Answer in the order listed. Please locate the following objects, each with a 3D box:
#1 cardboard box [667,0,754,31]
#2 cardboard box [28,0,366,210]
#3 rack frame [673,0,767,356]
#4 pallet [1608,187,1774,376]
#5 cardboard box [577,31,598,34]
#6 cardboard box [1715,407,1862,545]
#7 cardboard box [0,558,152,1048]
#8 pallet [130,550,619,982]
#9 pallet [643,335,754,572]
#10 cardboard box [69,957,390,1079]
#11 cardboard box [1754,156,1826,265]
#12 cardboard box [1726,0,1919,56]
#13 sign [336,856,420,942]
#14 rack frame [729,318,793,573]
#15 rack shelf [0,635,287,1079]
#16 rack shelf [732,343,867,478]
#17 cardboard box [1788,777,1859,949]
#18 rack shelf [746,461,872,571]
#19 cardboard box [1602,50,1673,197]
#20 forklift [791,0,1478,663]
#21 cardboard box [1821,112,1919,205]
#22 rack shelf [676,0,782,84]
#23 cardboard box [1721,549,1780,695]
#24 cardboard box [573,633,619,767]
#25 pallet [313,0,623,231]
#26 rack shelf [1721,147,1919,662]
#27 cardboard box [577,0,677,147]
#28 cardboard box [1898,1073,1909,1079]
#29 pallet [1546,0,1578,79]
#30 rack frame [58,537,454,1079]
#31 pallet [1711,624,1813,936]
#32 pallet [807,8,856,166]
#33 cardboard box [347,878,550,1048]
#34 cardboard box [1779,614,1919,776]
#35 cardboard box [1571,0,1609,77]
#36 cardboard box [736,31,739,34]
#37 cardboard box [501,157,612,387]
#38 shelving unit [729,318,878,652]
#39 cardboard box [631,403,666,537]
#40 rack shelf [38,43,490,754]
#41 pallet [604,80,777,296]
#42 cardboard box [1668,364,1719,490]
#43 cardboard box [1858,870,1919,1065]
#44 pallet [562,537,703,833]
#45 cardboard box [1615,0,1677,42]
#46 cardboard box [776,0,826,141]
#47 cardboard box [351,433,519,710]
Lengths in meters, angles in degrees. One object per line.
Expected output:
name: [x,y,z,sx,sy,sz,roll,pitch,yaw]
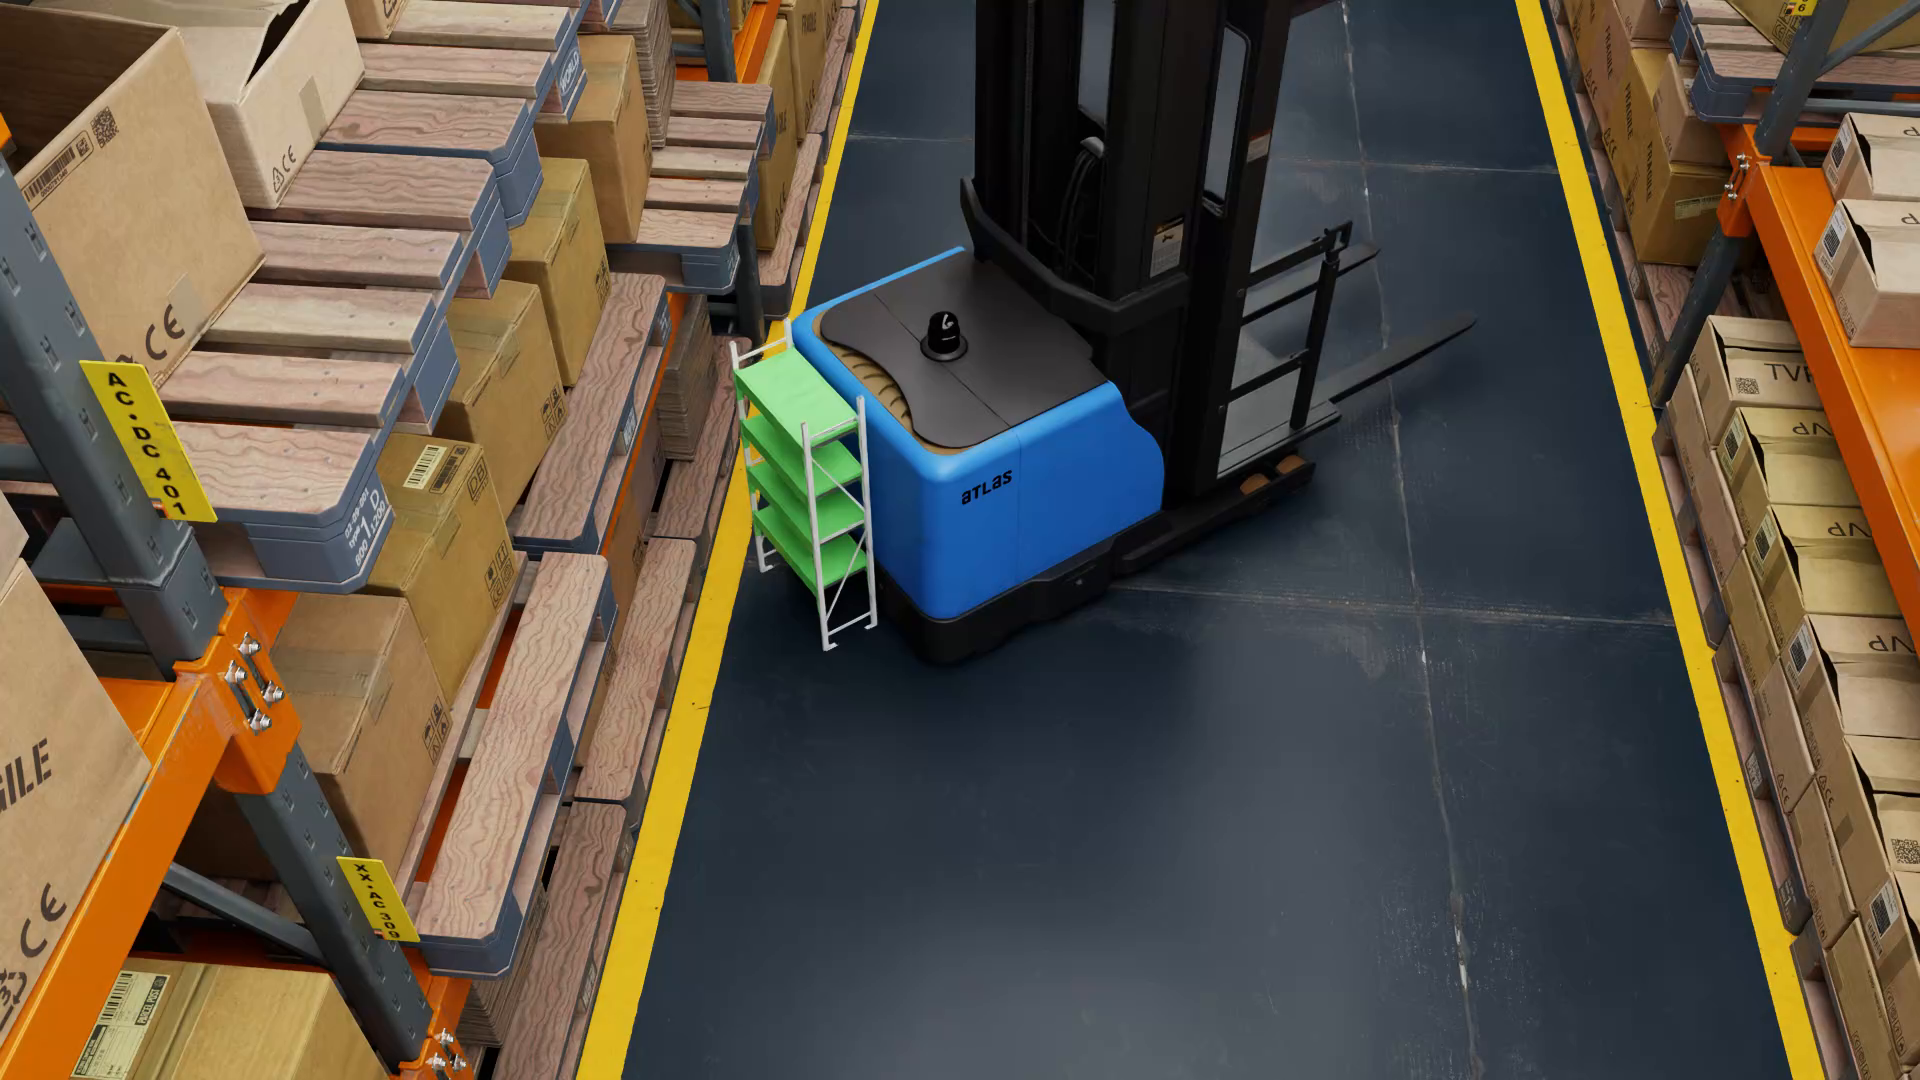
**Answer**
cardboard box: [-1.091,-2.406,6.661,0.500,0.500,0.500,5,48,5]
cardboard box: [-1.569,-0.959,3.364,0.500,0.311,0.500,5,48,5]
rack frame: [-1.390,-1.926,6.504,1.000,3.000,0.127,4,48,4]
pallet: [3.649,-1.200,7.731,1.003,0.211,1.213,4,48,4]
cardboard box: [-1.406,-1.834,5.615,0.380,0.149,0.250,-3,48,-3]
cardboard box: [3.164,-0.247,6.167,0.500,0.311,0.500,3,48,3]
cardboard box: [-1.555,0.350,2.309,0.500,0.500,0.500,5,48,5]
pallet: [-1.540,0.527,4.392,1.003,0.211,1.213,4,48,4]
pallet: [-1.463,-0.410,7.008,1.003,0.211,1.213,4,48,4]
cardboard box: [-1.490,1.173,3.251,0.500,0.500,0.500,4,48,3]
cardboard box: [3.912,-1.600,7.603,0.500,0.500,0.500,2,48,2]
cardboard box: [3.488,-2.241,6.441,0.700,0.500,0.500,-11,48,-10]
sign: [-1.214,0.752,3.468,0.100,0.325,0.005,4,48,4]
rack frame: [-0.700,-0.326,6.261,0.240,1.200,0.015,-27,53,-22]
rack shelf: [-1.937,1.714,1.630,1.077,0.370,4.000,4,48,4]
rack shelf: [-0.563,-0.458,5.818,0.258,0.148,0.480,-27,53,-22]
cardboard box: [3.022,1.059,5.354,0.500,0.250,0.500,5,48,4]
rack shelf: [-0.562,-0.134,6.172,0.258,0.148,0.480,-27,53,-22]
cardboard box: [3.442,-1.983,7.953,0.500,0.500,0.500,2,48,2]
forklift: [0.864,-1.397,6.067,3.031,2.935,1.130,-27,53,-22]
cardboard box: [3.467,-1.301,5.993,0.500,0.311,0.500,7,48,6]
rack shelf: [-1.208,-3.153,8.114,1.077,0.370,4.000,4,48,4]
cardboard box: [3.117,0.308,6.040,0.500,0.250,0.500,3,48,2]
cardboard box: [-1.620,0.412,5.763,0.700,0.500,0.500,4,48,4]
pallet: [-1.501,-1.144,3.884,1.213,0.211,1.003,4,48,4]
rack shelf: [3.361,0.117,5.124,1.077,0.370,4.000,4,48,4]
cardboard box: [-1.423,-1.762,5.989,0.700,0.500,0.500,-1,48,-1]
cardboard box: [2.928,1.806,4.670,0.500,0.250,0.500,3,48,3]
pallet: [3.871,-2.993,9.371,1.003,0.211,1.213,4,48,4]
rack frame: [-1.755,1.014,3.816,1.000,3.000,0.127,4,48,4]
pallet: [3.316,0.842,5.863,1.003,0.211,1.213,4,48,4]
pallet: [-1.129,-2.453,8.876,1.003,0.211,1.213,4,48,4]
cardboard box: [-1.704,1.167,5.072,0.700,0.500,0.500,5,48,5]
cardboard box: [3.069,0.506,5.479,0.500,0.311,0.500,3,48,3]
cardboard box: [3.531,-2.741,8.646,0.500,0.500,0.500,4,48,4]
cardboard box: [-1.098,-2.259,6.966,0.380,0.149,0.250,4,48,4]
cardboard box: [-1.514,-0.845,5.150,0.700,0.500,0.500,4,48,4]
shelving unit: [-0.562,-0.177,6.125,0.258,1.200,0.503,-27,53,-22]
cardboard box: [-1.567,-0.327,6.438,0.700,0.500,0.500,4,48,3]
rack shelf: [-1.572,-1.226,4.319,1.077,0.370,4.000,4,48,4]
pallet: [-1.349,-1.330,6.090,1.213,0.211,1.003,4,48,4]
cardboard box: [3.203,-0.444,6.728,0.500,0.250,0.500,4,48,3]
cardboard box: [2.971,1.241,4.806,0.500,0.311,0.500,5,48,5]
pallet: [-1.577,0.484,6.191,1.003,0.211,1.213,4,48,4]
cardboard box: [3.485,-2.650,8.055,0.500,0.250,0.500,3,48,3]
cardboard box: [-1.106,-2.517,8.217,0.750,0.750,0.750,4,48,3]
cardboard box: [-1.616,0.050,4.332,0.700,0.500,0.500,8,48,8]
